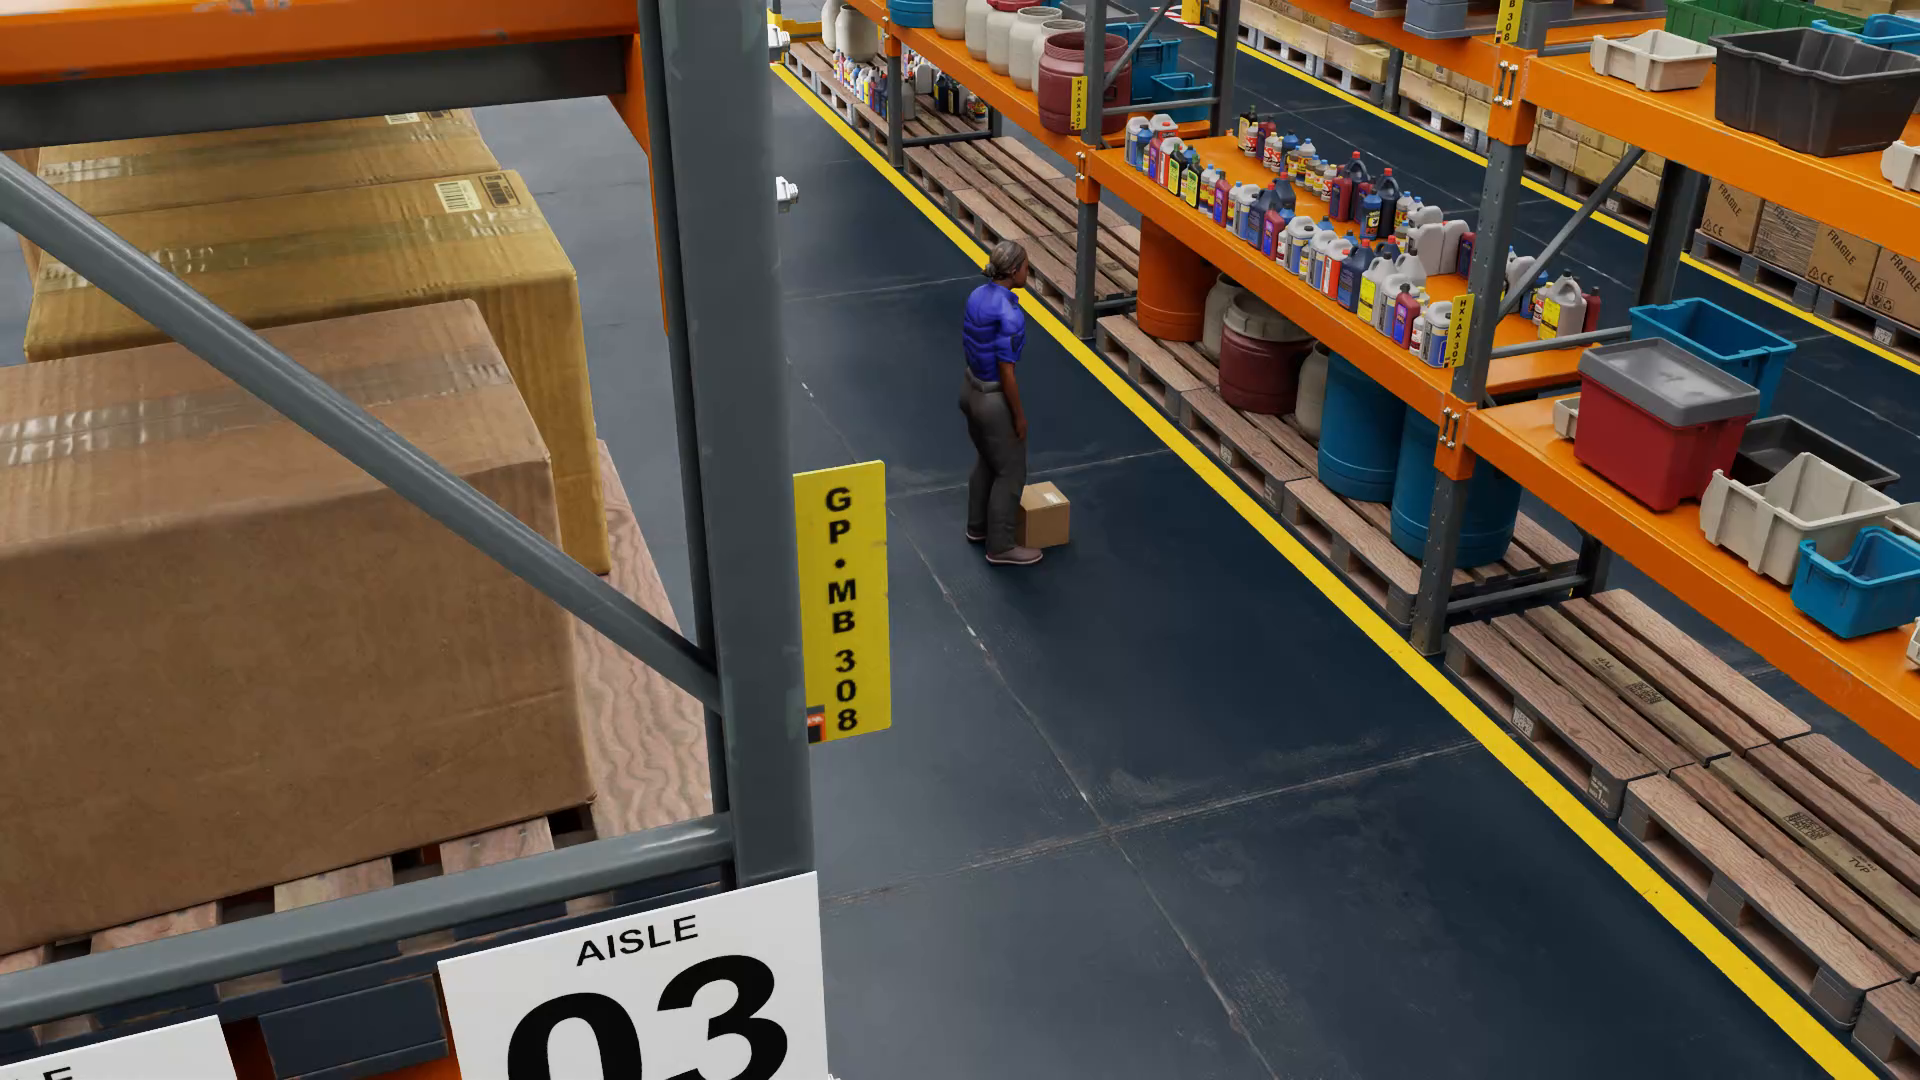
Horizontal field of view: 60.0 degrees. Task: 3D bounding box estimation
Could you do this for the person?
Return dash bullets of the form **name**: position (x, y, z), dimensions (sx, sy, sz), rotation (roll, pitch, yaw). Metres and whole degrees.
- **person**: position (0.192, -0.688, 8.325), dimensions (0.350, 1.653, 0.527), rotation (-12, 32, -20)
